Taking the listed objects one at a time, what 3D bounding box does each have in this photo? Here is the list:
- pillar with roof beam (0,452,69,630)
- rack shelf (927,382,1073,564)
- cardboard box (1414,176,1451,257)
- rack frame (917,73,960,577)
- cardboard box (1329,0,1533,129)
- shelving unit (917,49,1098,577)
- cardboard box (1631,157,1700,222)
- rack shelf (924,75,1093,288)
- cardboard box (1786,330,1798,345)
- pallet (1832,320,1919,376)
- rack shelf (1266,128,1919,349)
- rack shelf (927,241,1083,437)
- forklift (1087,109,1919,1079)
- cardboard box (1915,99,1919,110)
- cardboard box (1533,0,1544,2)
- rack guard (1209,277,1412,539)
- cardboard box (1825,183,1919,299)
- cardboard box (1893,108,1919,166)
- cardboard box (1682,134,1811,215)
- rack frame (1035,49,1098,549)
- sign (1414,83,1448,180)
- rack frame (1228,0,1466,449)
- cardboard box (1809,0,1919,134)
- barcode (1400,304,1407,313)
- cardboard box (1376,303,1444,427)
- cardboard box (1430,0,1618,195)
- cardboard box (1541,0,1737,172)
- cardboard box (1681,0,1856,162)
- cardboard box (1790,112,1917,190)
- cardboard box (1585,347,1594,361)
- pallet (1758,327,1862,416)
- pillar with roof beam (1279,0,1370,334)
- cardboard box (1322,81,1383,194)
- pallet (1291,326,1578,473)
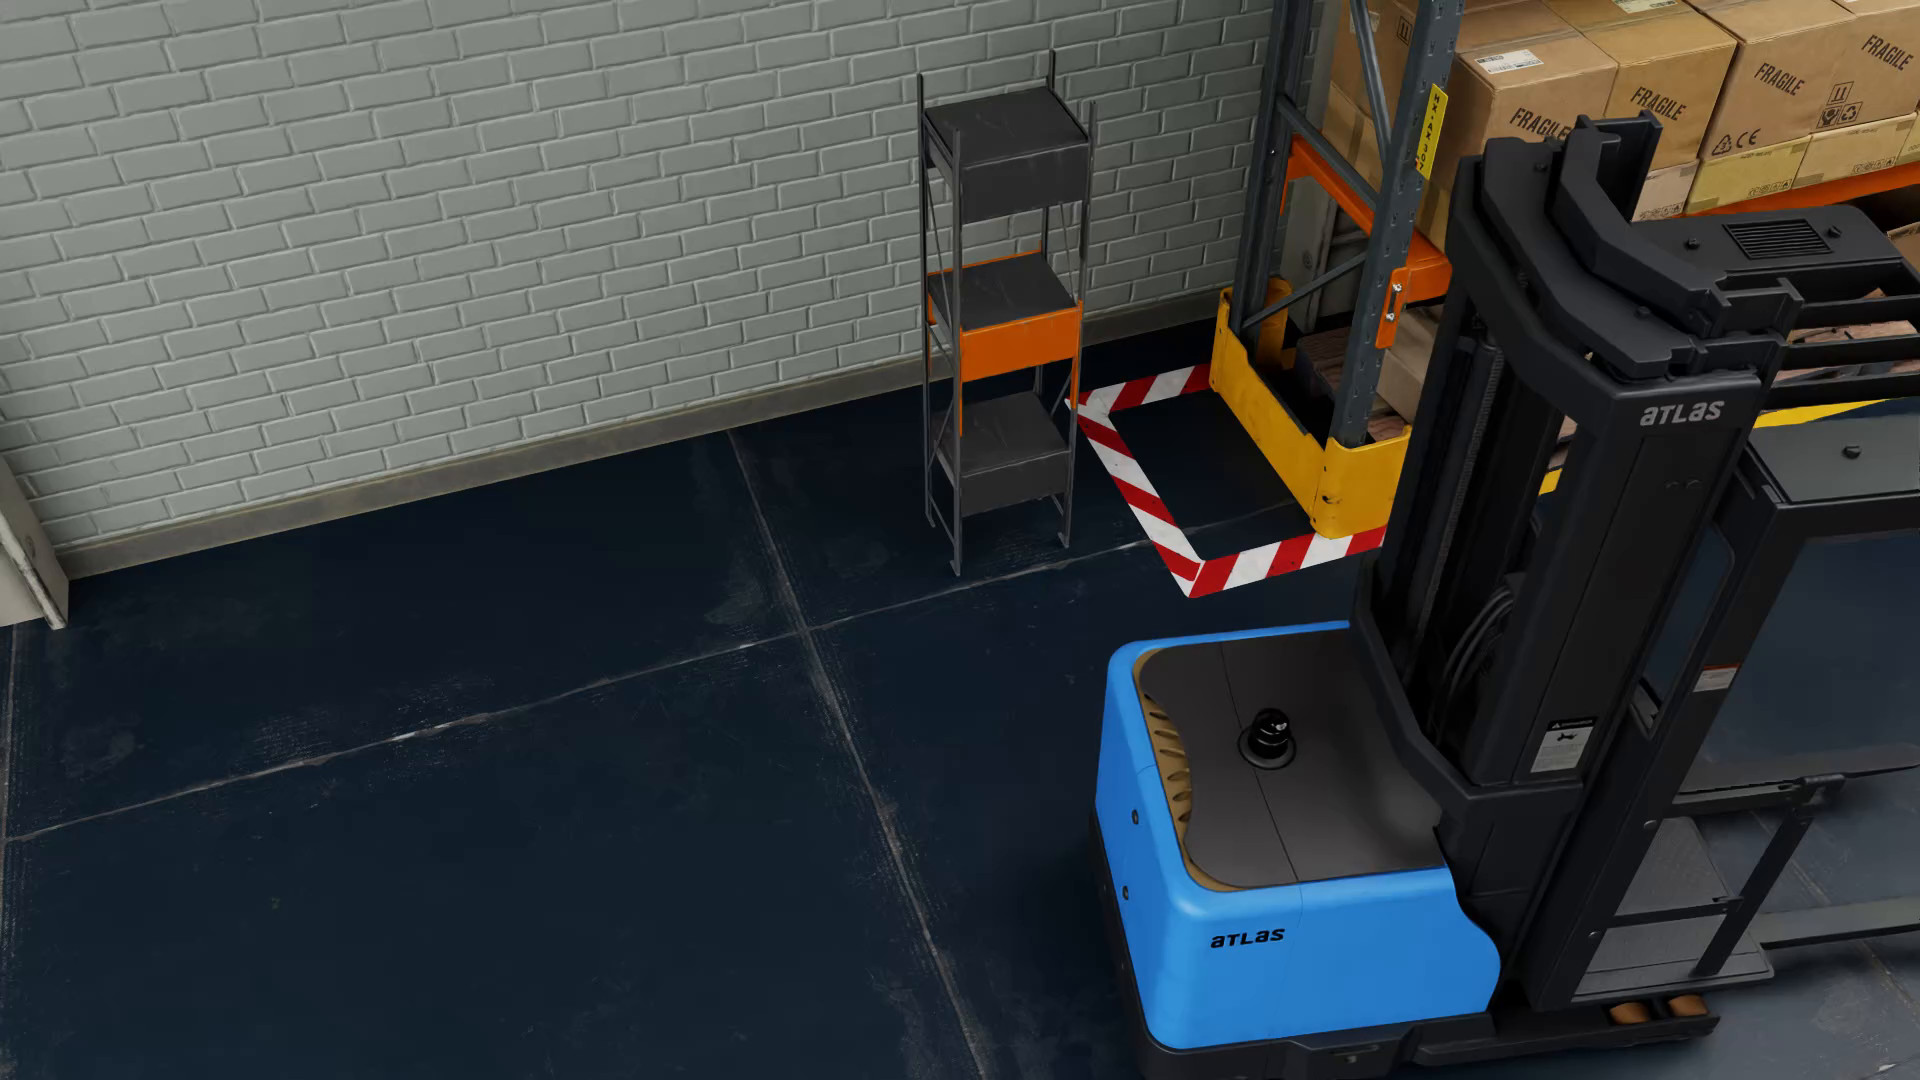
[{"bbox_3d":[-2.381,-0.014,0.720,0.400,9.000,9.100,-14,47,-14],"label":"pillar with roof beam"},{"bbox_3d":[0.156,-0.277,6.861,0.480,0.518,0.431,-14,47,-14],"label":"rack shelf"},{"bbox_3d":[2.003,-1.322,6.351,0.500,0.250,0.500,-16,47,-15],"label":"cardboard box"},{"bbox_3d":[-0.074,-0.722,6.297,0.015,2.100,0.400,-14,47,-14],"label":"rack frame"},{"bbox_3d":[1.808,-1.936,6.433,0.500,0.500,0.500,-15,47,-14],"label":"cardboard box"},{"bbox_3d":[0.156,-0.781,6.355,0.503,2.100,0.431,-14,47,-14],"label":"shelving unit"},{"bbox_3d":[2.487,-1.457,6.485,0.500,0.250,0.500,-16,47,-15],"label":"cardboard box"},{"bbox_3d":[0.156,-1.266,5.869,0.480,0.518,0.431,-14,47,-14],"label":"rack shelf"},{"bbox_3d":[3.361,-1.122,7.514,0.500,0.500,0.700,-17,48,-16],"label":"cardboard box"},{"bbox_3d":[4.579,-1.255,8.161,1.213,0.211,1.003,-14,47,-14],"label":"pallet"},{"bbox_3d":[3.318,-1.689,7.133,4.000,0.370,1.077,-14,47,-14],"label":"rack shelf"},{"bbox_3d":[0.156,-0.771,6.365,0.480,0.518,0.431,-14,47,-14],"label":"rack shelf"},{"bbox_3d":[2.010,0.247,4.744,3.031,2.935,1.130,-5,45,-5],"label":"forklift"},{"bbox_3d":[3.914,-2.086,6.582,0.500,0.500,0.500,-16,47,-15],"label":"cardboard box"},{"bbox_3d":[2.284,-2.051,6.548,0.500,0.500,0.500,-14,47,-13],"label":"cardboard box"},{"bbox_3d":[1.508,-0.598,7.302,0.348,0.500,1.175,-14,47,-14],"label":"rack guard"},{"bbox_3d":[4.236,-1.421,7.812,0.500,0.500,0.500,-18,48,-17],"label":"cardboard box"},{"bbox_3d":[3.917,-1.817,6.844,0.500,0.250,0.500,-15,47,-14],"label":"cardboard box"},{"bbox_3d":[2.968,-1.575,6.603,0.500,0.250,0.500,-15,47,-14],"label":"cardboard box"},{"bbox_3d":[0.385,-0.840,6.414,0.015,2.100,0.400,-14,47,-14],"label":"rack frame"},{"bbox_3d":[1.621,-1.406,5.732,0.005,0.325,0.100,-14,47,-14],"label":"sign"},{"bbox_3d":[1.437,-1.462,6.399,0.127,3.000,1.000,-14,47,-14],"label":"rack frame"},{"bbox_3d":[3.425,-1.960,6.457,0.500,0.500,0.500,-13,47,-13],"label":"cardboard box"},{"bbox_3d":[1.999,-1.049,7.568,0.075,0.075,0.001,-14,47,-14],"label":"barcode"},{"bbox_3d":[2.118,-0.775,7.301,0.500,0.311,0.500,-19,48,-18],"label":"cardboard box"},{"bbox_3d":[1.988,-1.596,6.094,0.500,0.500,0.500,-14,47,-14],"label":"cardboard box"},{"bbox_3d":[2.456,-1.708,6.206,0.500,0.500,0.500,-14,47,-14],"label":"cardboard box"},{"bbox_3d":[2.944,-1.828,6.326,0.500,0.500,0.500,-16,47,-15],"label":"cardboard box"},{"bbox_3d":[3.444,-1.695,6.723,0.500,0.250,0.500,-14,47,-14],"label":"cardboard box"},{"bbox_3d":[2.654,-0.912,7.438,0.500,0.311,0.500,-11,46,-11],"label":"cardboard box"},{"bbox_3d":[3.430,-0.959,7.866,1.213,0.211,1.003,-14,47,-14],"label":"pallet"},{"bbox_3d":[3.263,-1.457,2.158,0.400,9.000,9.100,-14,47,-14],"label":"pillar with roof beam"},{"bbox_3d":[1.810,-1.658,6.686,0.500,0.250,0.500,-14,47,-13],"label":"cardboard box"},{"bbox_3d":[2.284,-0.668,7.576,1.213,0.211,1.003,-14,47,-14],"label":"pallet"}]
